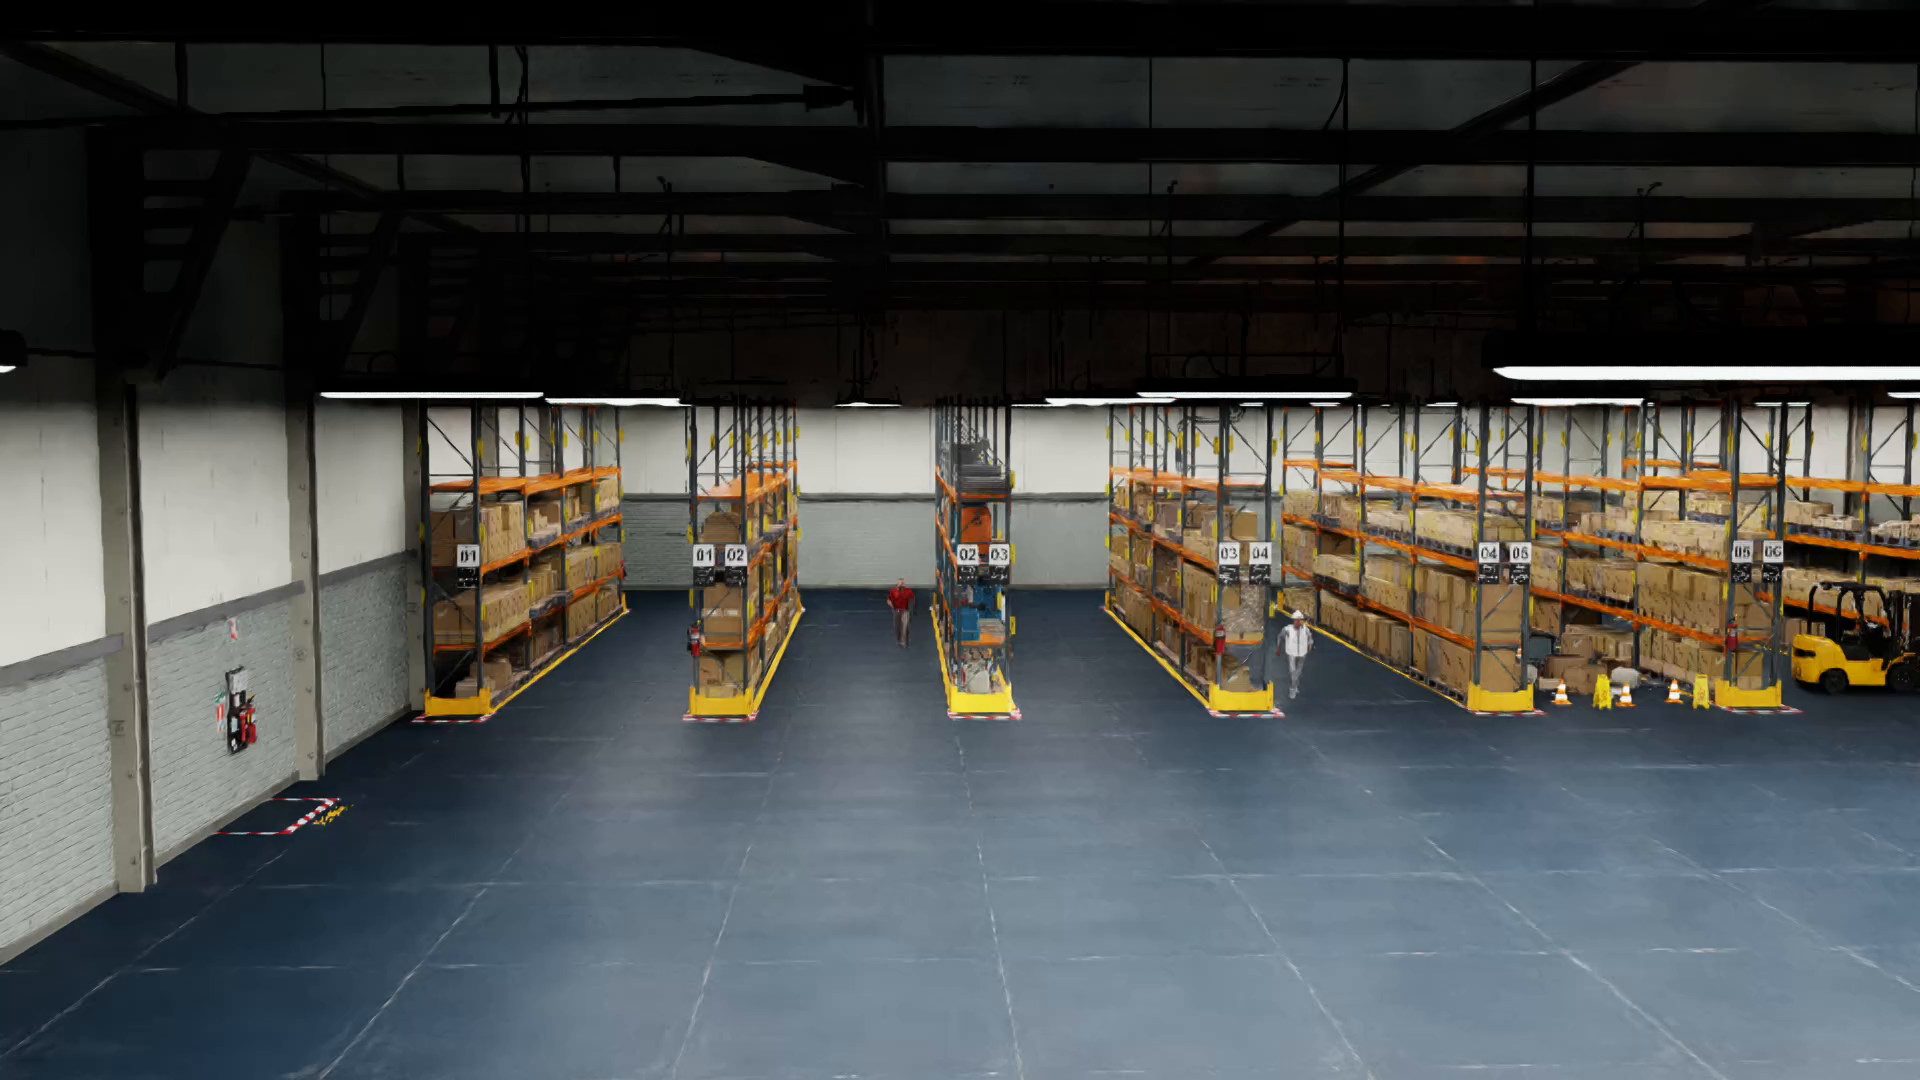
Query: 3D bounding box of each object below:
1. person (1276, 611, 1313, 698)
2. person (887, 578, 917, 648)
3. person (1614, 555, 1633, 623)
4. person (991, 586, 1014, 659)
[{"bbox_3d":[6.711,2.253,33.238,0.682,1.708,0.867,-1,5,-8],"label":"person"},{"bbox_3d":[-1.414,1.740,40.085,0.695,1.671,0.837,0,5,4],"label":"person"},{"bbox_3d":[17.970,1.311,44.831,0.596,1.810,0.647,1,5,13],"label":"person"},{"bbox_3d":[0.974,1.874,38.222,0.569,1.652,0.546,0,5,-6],"label":"person"}]
